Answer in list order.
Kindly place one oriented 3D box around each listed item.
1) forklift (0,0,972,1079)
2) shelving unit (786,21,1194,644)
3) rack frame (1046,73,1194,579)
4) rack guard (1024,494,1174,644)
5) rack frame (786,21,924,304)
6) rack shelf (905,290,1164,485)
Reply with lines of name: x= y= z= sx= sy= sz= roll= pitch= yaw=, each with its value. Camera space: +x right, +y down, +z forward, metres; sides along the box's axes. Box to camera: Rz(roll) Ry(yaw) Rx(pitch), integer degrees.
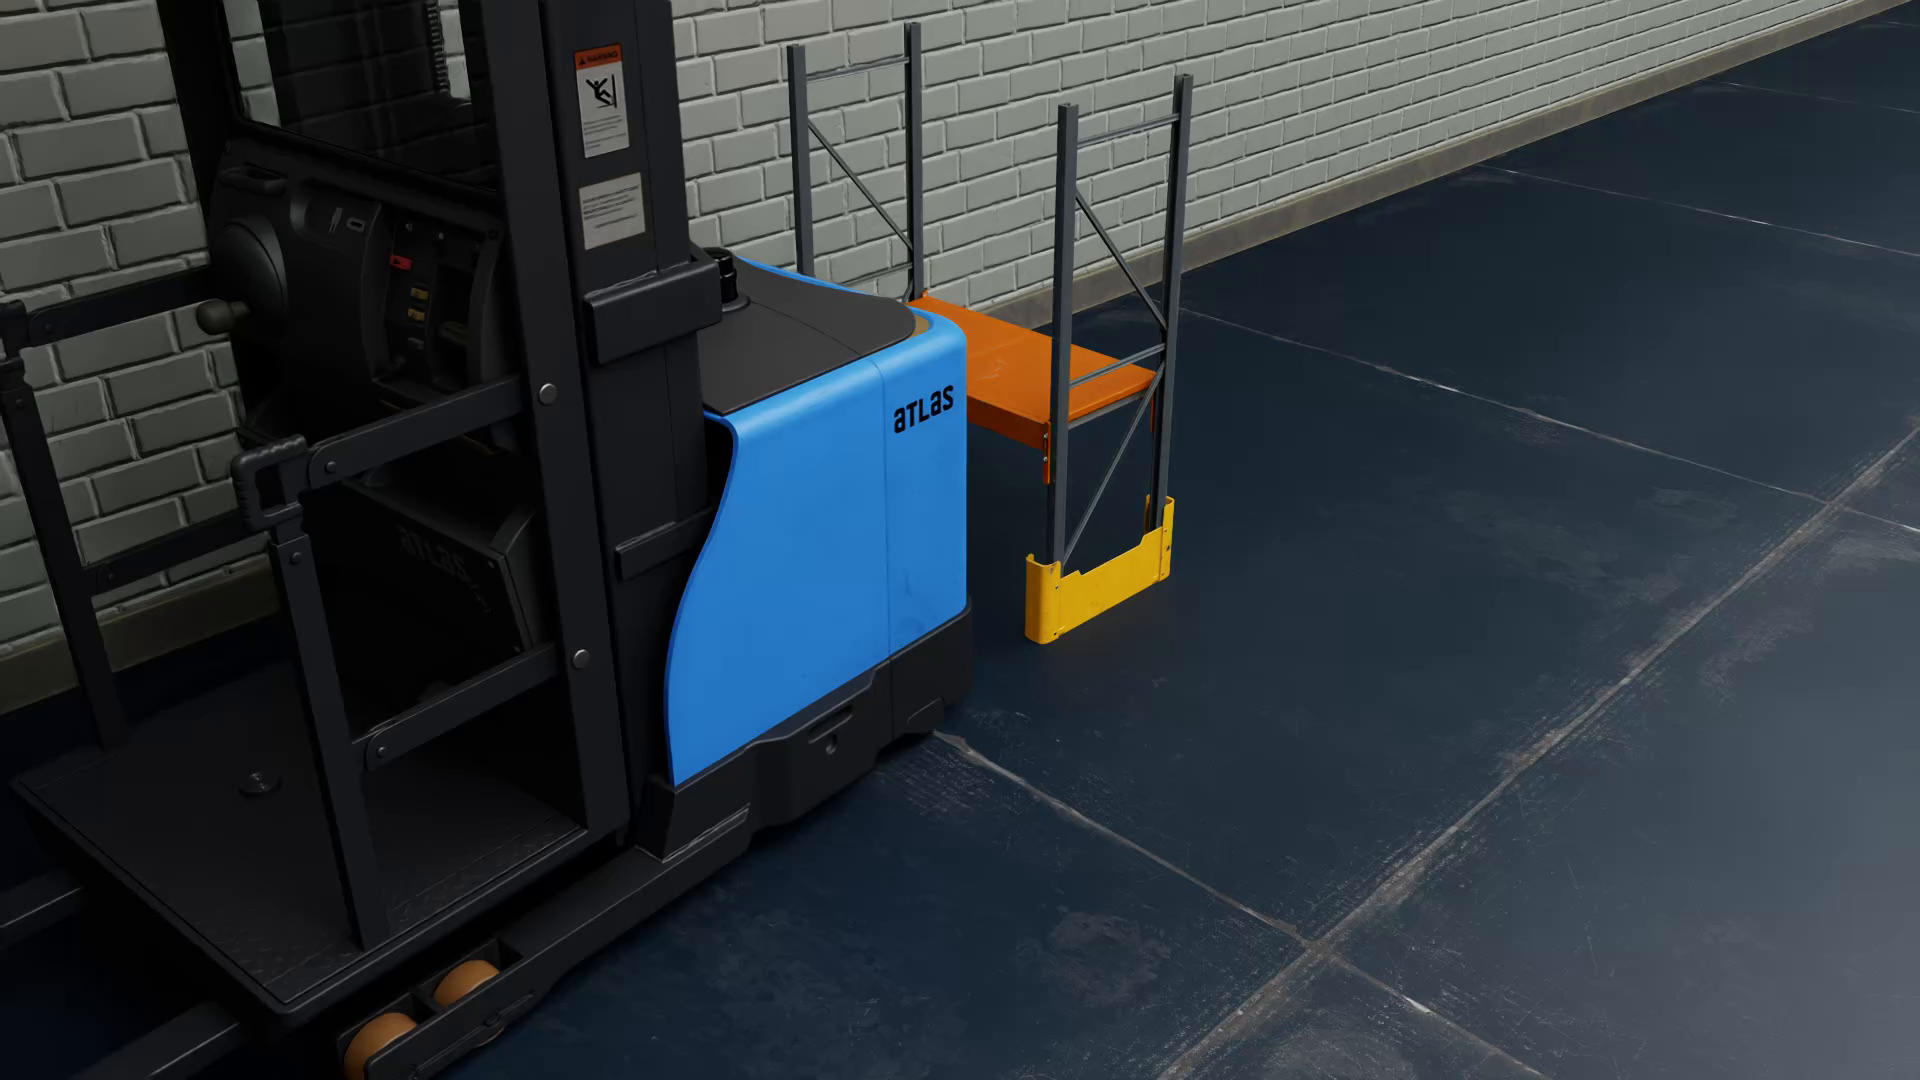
forklift: x=-1.296 y=-0.480 z=3.014 sx=1.130 sy=2.935 sz=3.031 roll=21 pitch=34 yaw=34
shelving unit: x=0.054 y=-0.639 z=4.854 sx=1.083 sy=1.500 sz=0.587 roll=25 pitch=36 yaw=38
rack frame: x=0.423 y=-0.470 z=4.533 sx=0.032 sy=1.500 sz=0.500 roll=25 pitch=36 yaw=38
rack guard: x=0.409 y=0.077 z=4.835 sx=0.087 sy=0.250 sz=0.587 roll=25 pitch=36 yaw=38
rack frame: x=-0.302 y=-0.802 z=5.163 sx=0.032 sy=1.500 sz=0.500 roll=25 pitch=36 yaw=38
rack shelf: x=0.061 y=-0.477 z=4.932 sx=1.000 sy=0.185 sz=0.538 roll=25 pitch=36 yaw=38
